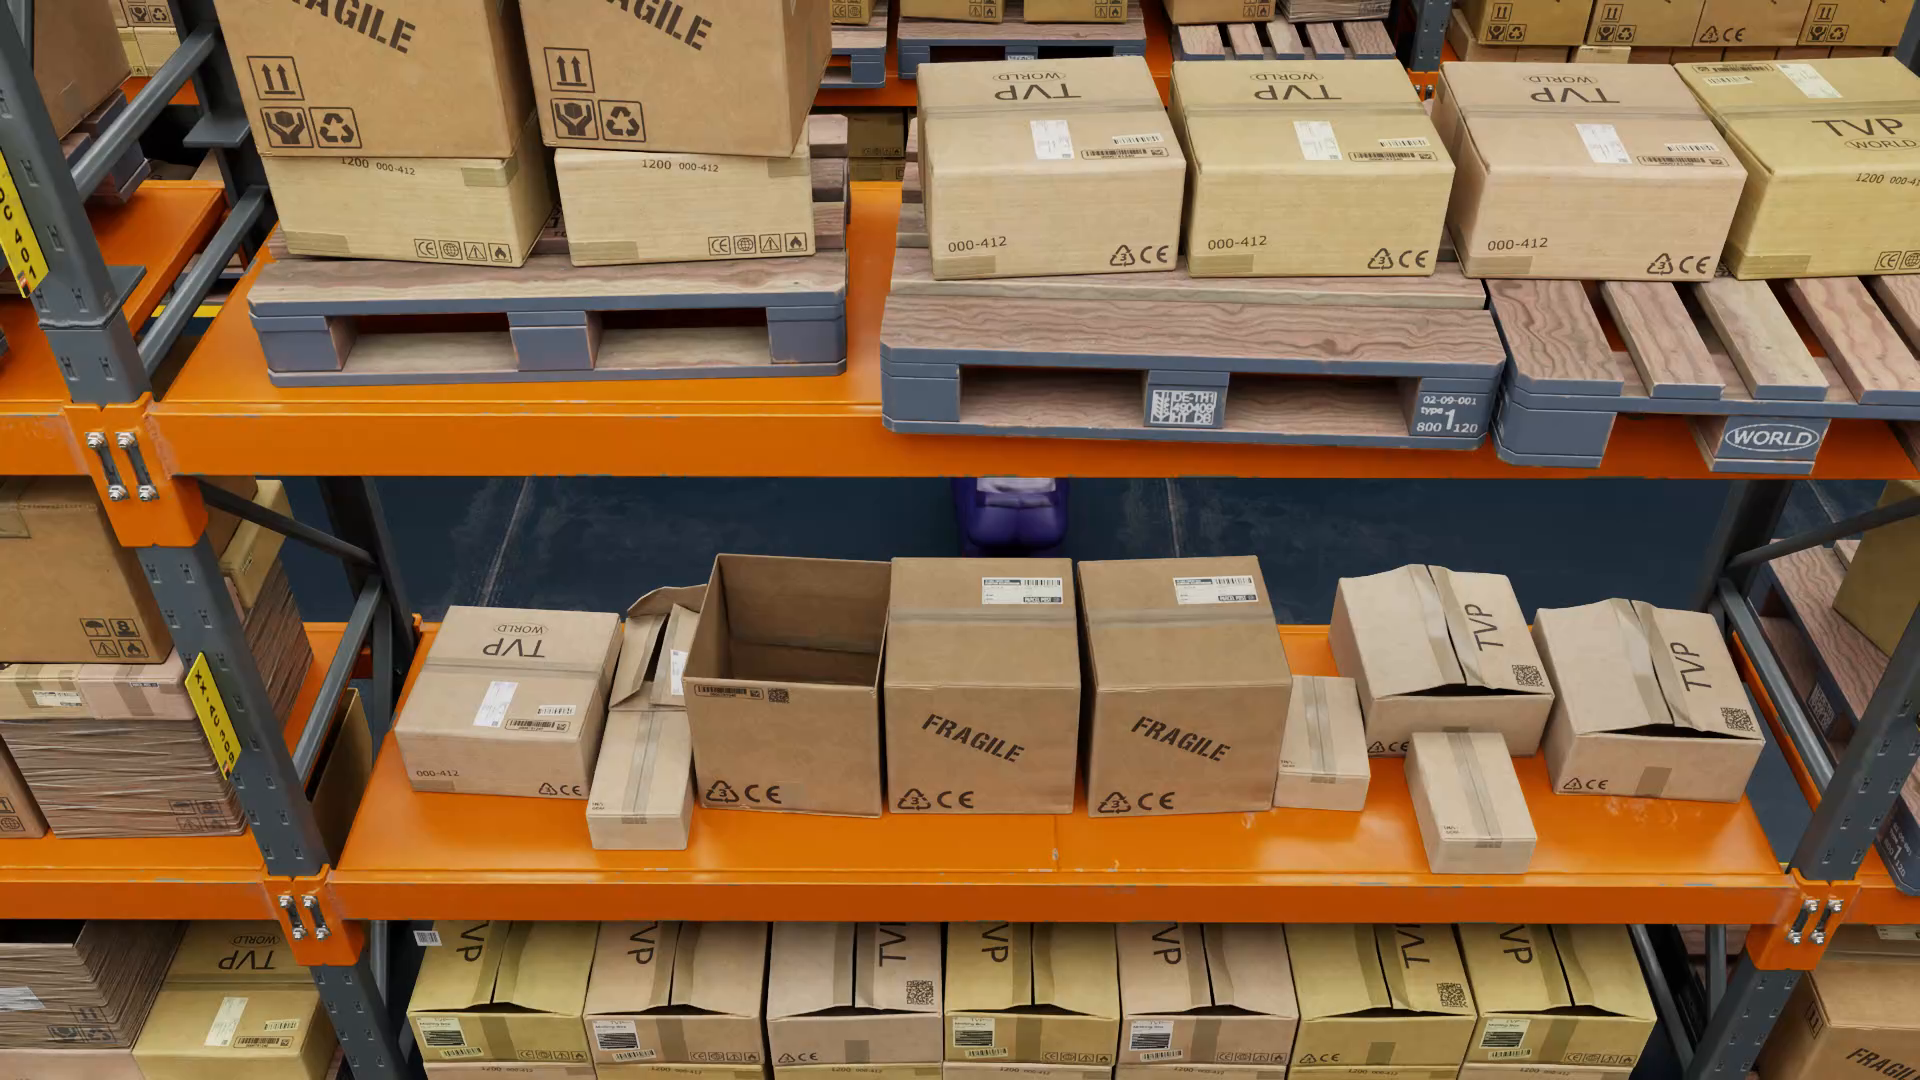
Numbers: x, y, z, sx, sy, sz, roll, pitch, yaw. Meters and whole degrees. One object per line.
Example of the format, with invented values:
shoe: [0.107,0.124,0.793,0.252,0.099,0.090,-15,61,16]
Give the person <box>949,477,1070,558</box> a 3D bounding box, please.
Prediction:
person: [0.218,-0.262,7.155,0.529,0.797,0.826,0,40,0]
